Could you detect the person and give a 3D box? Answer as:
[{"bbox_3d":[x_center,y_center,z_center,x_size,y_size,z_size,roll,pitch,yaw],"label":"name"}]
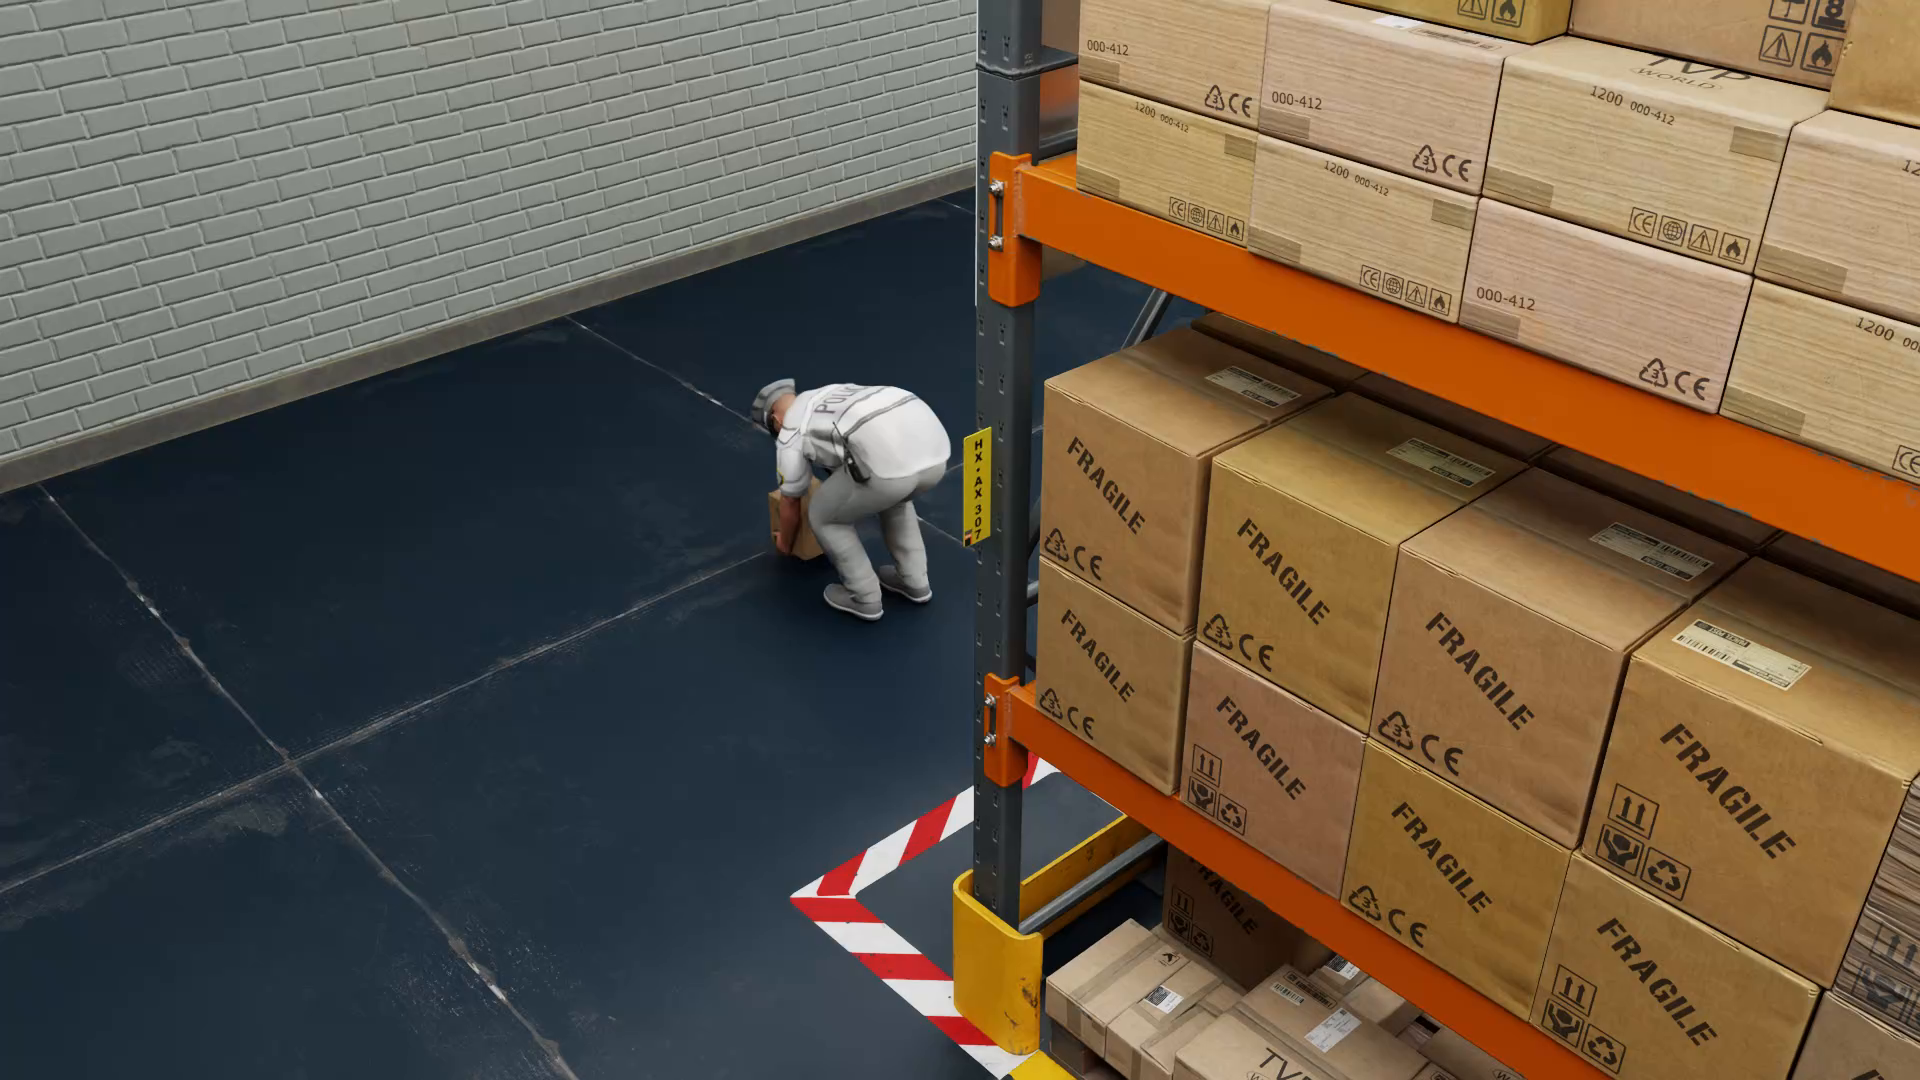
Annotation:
[{"bbox_3d":[-0.497,-0.240,7.220,1.003,1.020,0.516,27,41,37],"label":"person"}]
